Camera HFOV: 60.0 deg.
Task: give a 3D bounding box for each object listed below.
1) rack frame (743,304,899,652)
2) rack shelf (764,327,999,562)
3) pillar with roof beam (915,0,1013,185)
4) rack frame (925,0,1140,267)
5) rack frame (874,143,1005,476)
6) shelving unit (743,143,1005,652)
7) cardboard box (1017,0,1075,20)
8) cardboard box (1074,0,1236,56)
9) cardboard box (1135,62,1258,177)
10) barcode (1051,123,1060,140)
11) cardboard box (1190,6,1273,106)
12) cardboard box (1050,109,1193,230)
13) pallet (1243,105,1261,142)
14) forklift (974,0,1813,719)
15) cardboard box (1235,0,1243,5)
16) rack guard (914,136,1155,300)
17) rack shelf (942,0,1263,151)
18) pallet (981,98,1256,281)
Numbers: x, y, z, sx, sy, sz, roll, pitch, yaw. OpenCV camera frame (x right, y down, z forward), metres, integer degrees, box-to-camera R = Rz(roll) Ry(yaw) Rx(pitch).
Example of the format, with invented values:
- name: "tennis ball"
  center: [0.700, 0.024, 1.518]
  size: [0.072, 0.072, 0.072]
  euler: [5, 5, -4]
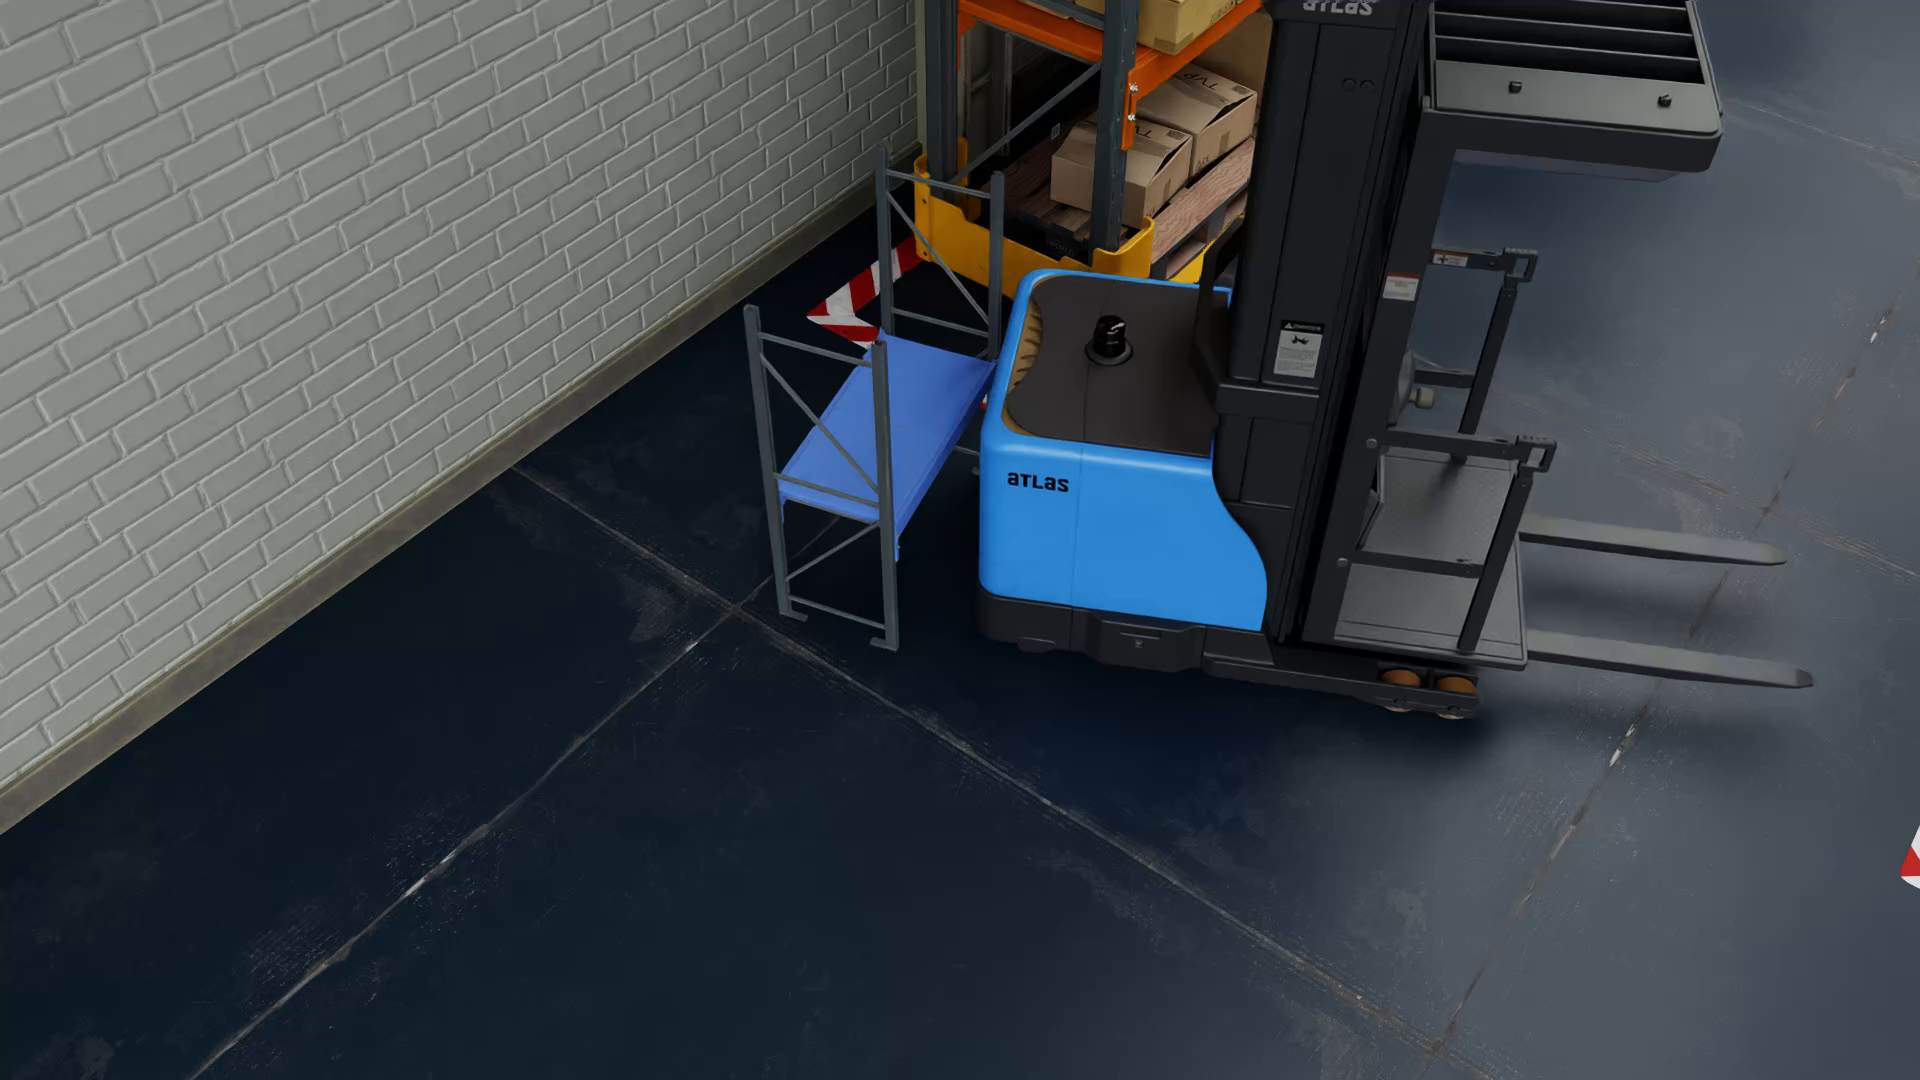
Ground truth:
- name: "rack frame"
  center: [-0.468, -0.172, 5.877]
  size: [0.500, 1.500, 0.032]
  euler: [17, 49, 15]
- name: "rack shelf"
  center: [-0.273, -0.387, 6.331]
  size: [0.538, 0.185, 1.000]
  euler: [17, 49, 15]
- name: "pillar with roof beam"
  center: [3.429, -3.181, 3.565]
  size: [9.100, 9.000, 0.400]
  euler: [29, 53, 25]
- name: "rack frame"
  center: [0.279, -2.229, 6.805]
  size: [1.000, 3.000, 0.127]
  euler: [29, 53, 25]
- name: "rack frame"
  center: [-0.077, -0.850, 6.525]
  size: [0.500, 1.500, 0.032]
  euler: [17, 49, 15]
- name: "shelving unit"
  center: [-0.273, -0.511, 6.201]
  size: [0.538, 1.500, 1.048]
  euler: [17, 49, 15]
- name: "cardboard box"
  center: [0.411, -2.537, 7.189]
  size: [0.500, 0.250, 0.500]
  euler: [30, 53, 25]
- name: "cardboard box"
  center: [0.828, -2.323, 6.985]
  size: [0.500, 0.250, 0.500]
  euler: [28, 52, 24]
- name: "cardboard box"
  center: [1.122, -2.135, 8.270]
  size: [0.500, 0.311, 0.500]
  euler: [34, 55, 28]
- name: "barcode"
  center: [0.468, -1.999, 8.134]
  size: [0.001, 0.075, 0.075]
  euler: [29, 53, 25]
- name: "cardboard box"
  center: [1.610, -2.598, 8.581]
  size: [0.700, 0.500, 0.500]
  euler: [26, 52, 23]
- name: "cardboard box"
  center: [0.773, -1.808, 7.958]
  size: [0.500, 0.311, 0.500]
  euler: [24, 51, 21]
- name: "pallet"
  center: [1.596, -2.454, 8.948]
  size: [1.003, 0.211, 1.213]
  euler: [29, 53, 25]
- name: "forklift"
  center: [1.622, -0.772, 5.461]
  size: [3.031, 2.935, 1.130]
  euler: [7, 47, 7]
- name: "cardboard box"
  center: [1.135, -2.626, 7.274]
  size: [0.500, 0.250, 0.500]
  euler: [28, 52, 24]
- name: "rack guard"
  center: [0.325, -1.409, 7.750]
  size: [1.175, 0.500, 0.348]
  euler: [29, 53, 25]
- name: "rack shelf"
  center: [1.502, -3.125, 8.158]
  size: [1.077, 0.370, 4.000]
  euler: [29, 53, 25]
- name: "pallet"
  center: [0.850, -1.759, 8.284]
  size: [1.003, 0.211, 1.213]
  euler: [29, 53, 25]
